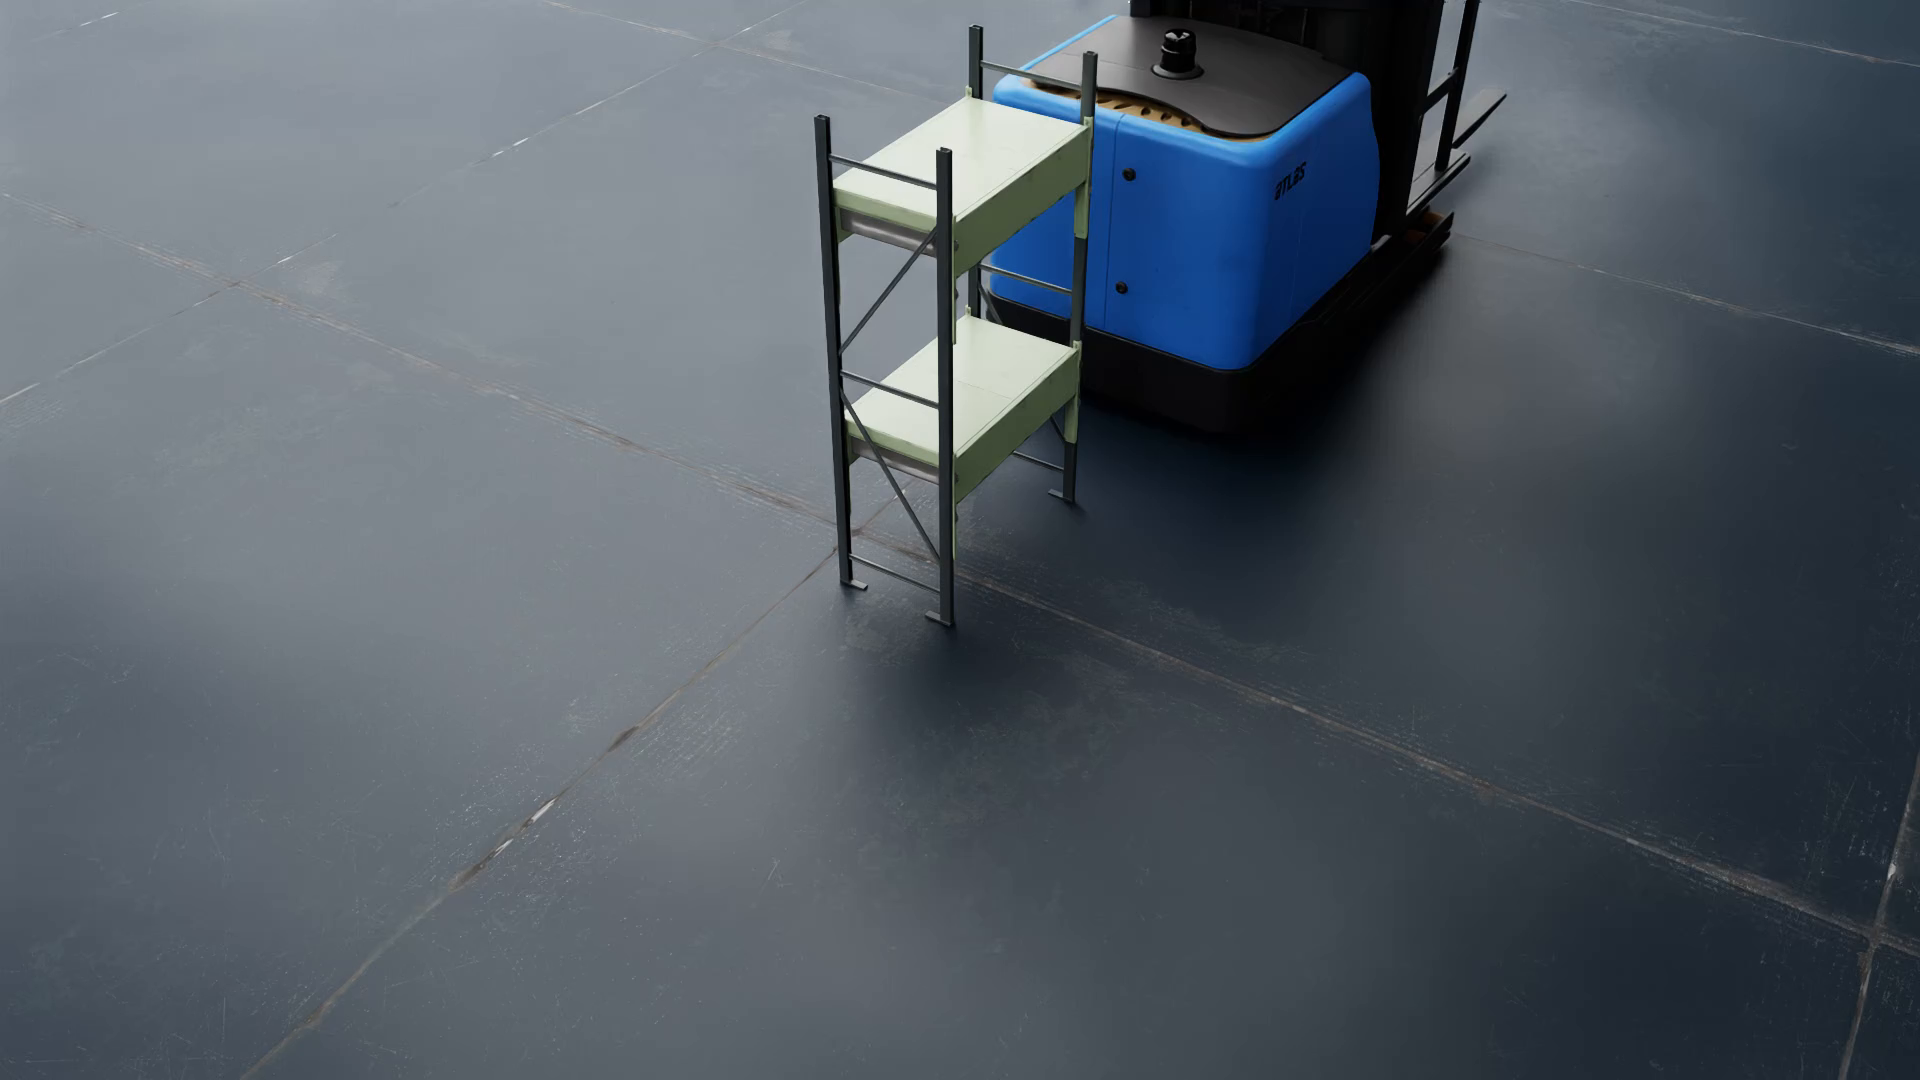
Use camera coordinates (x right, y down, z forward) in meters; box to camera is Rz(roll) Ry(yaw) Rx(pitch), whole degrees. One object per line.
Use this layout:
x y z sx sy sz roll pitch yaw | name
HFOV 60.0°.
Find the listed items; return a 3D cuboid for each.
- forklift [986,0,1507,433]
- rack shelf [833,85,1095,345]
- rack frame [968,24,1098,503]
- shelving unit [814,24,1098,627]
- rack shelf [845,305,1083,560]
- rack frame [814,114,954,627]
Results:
1.342 -2.380 5.936 1.130 2.935 3.031 23 43 27 | forklift
0.004 -0.907 4.558 0.431 0.370 0.720 21 42 25 | rack shelf
0.200 -0.786 5.041 0.400 1.500 0.023 21 42 25 | rack frame
0.004 -0.597 4.797 0.431 1.500 0.755 21 42 25 | shelving unit
0.004 -0.339 4.996 0.431 0.370 0.720 21 42 25 | rack shelf
-0.193 -0.409 4.552 0.400 1.500 0.023 21 42 25 | rack frame
